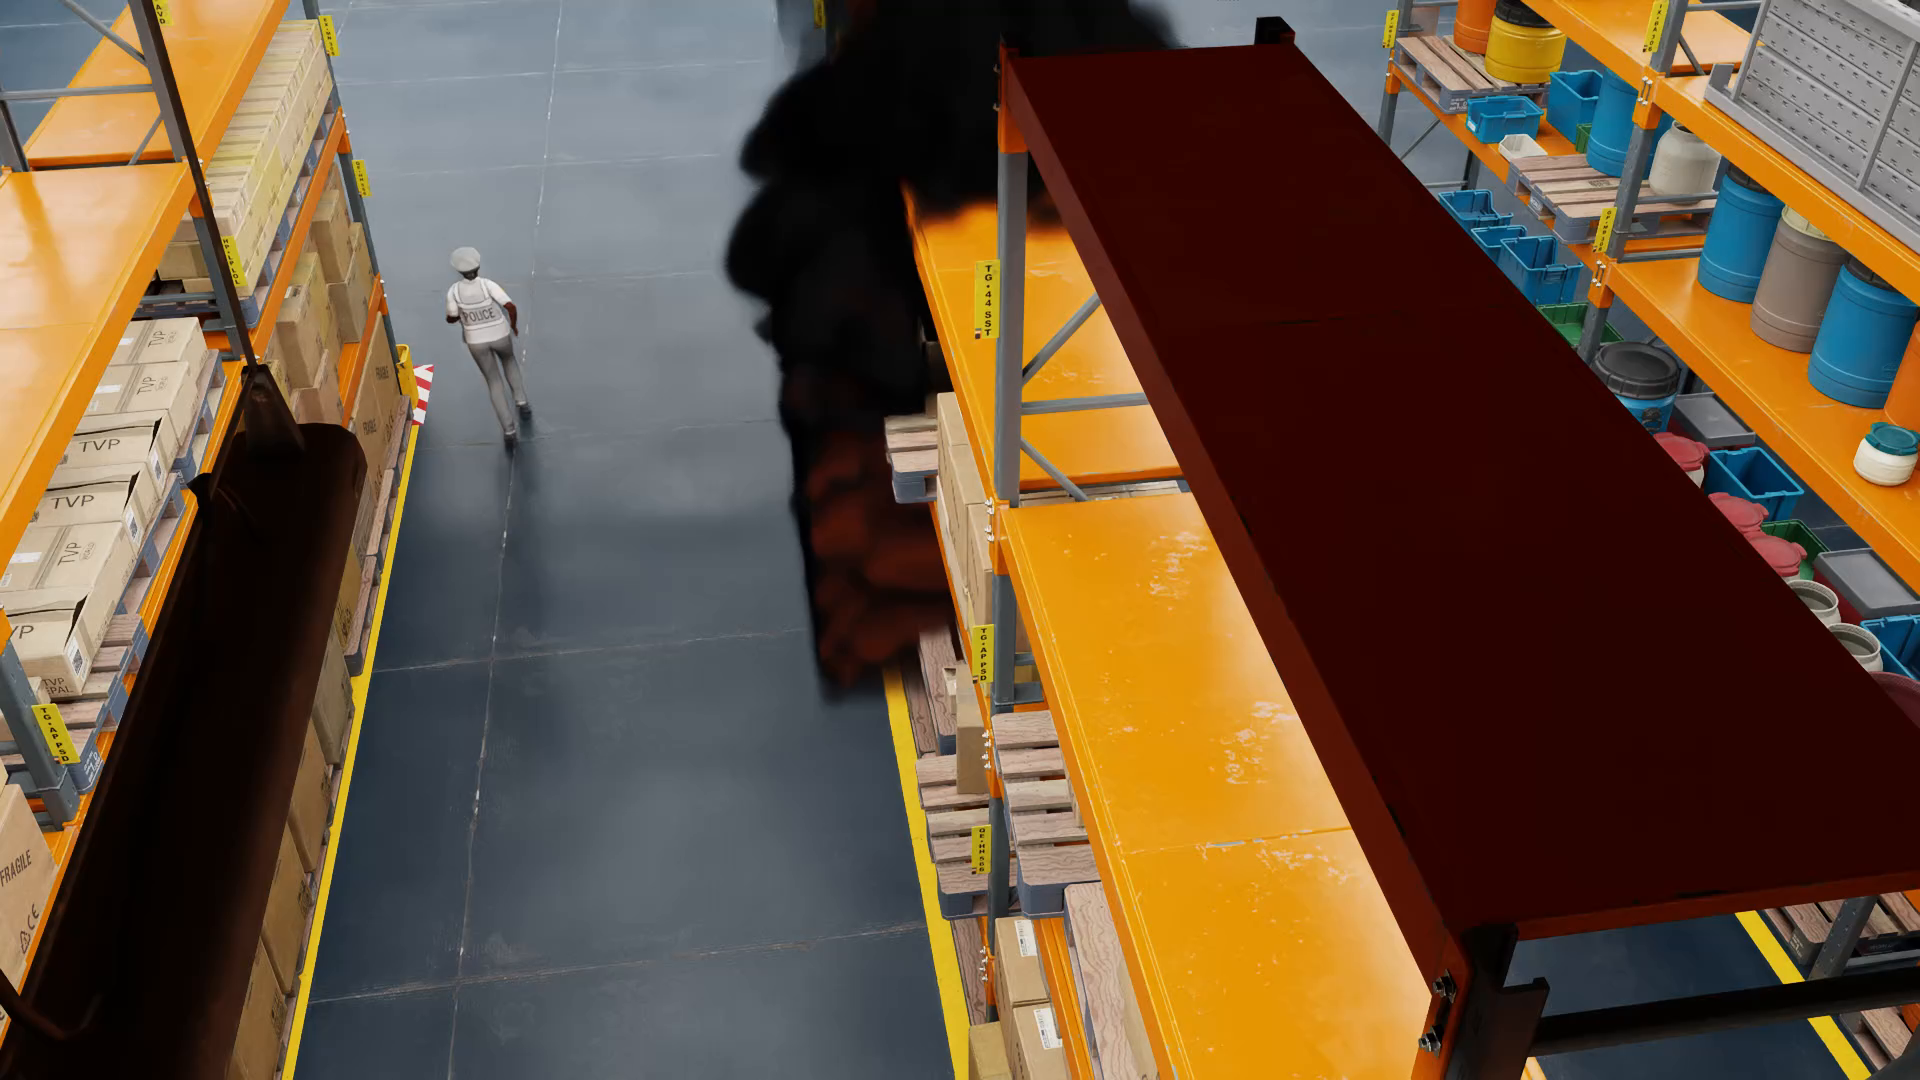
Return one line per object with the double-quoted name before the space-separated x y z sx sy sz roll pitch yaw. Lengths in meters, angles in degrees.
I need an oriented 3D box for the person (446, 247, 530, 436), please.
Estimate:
"person" -4.082 -1.680 14.354 0.585 1.736 0.775 -12 38 -16
